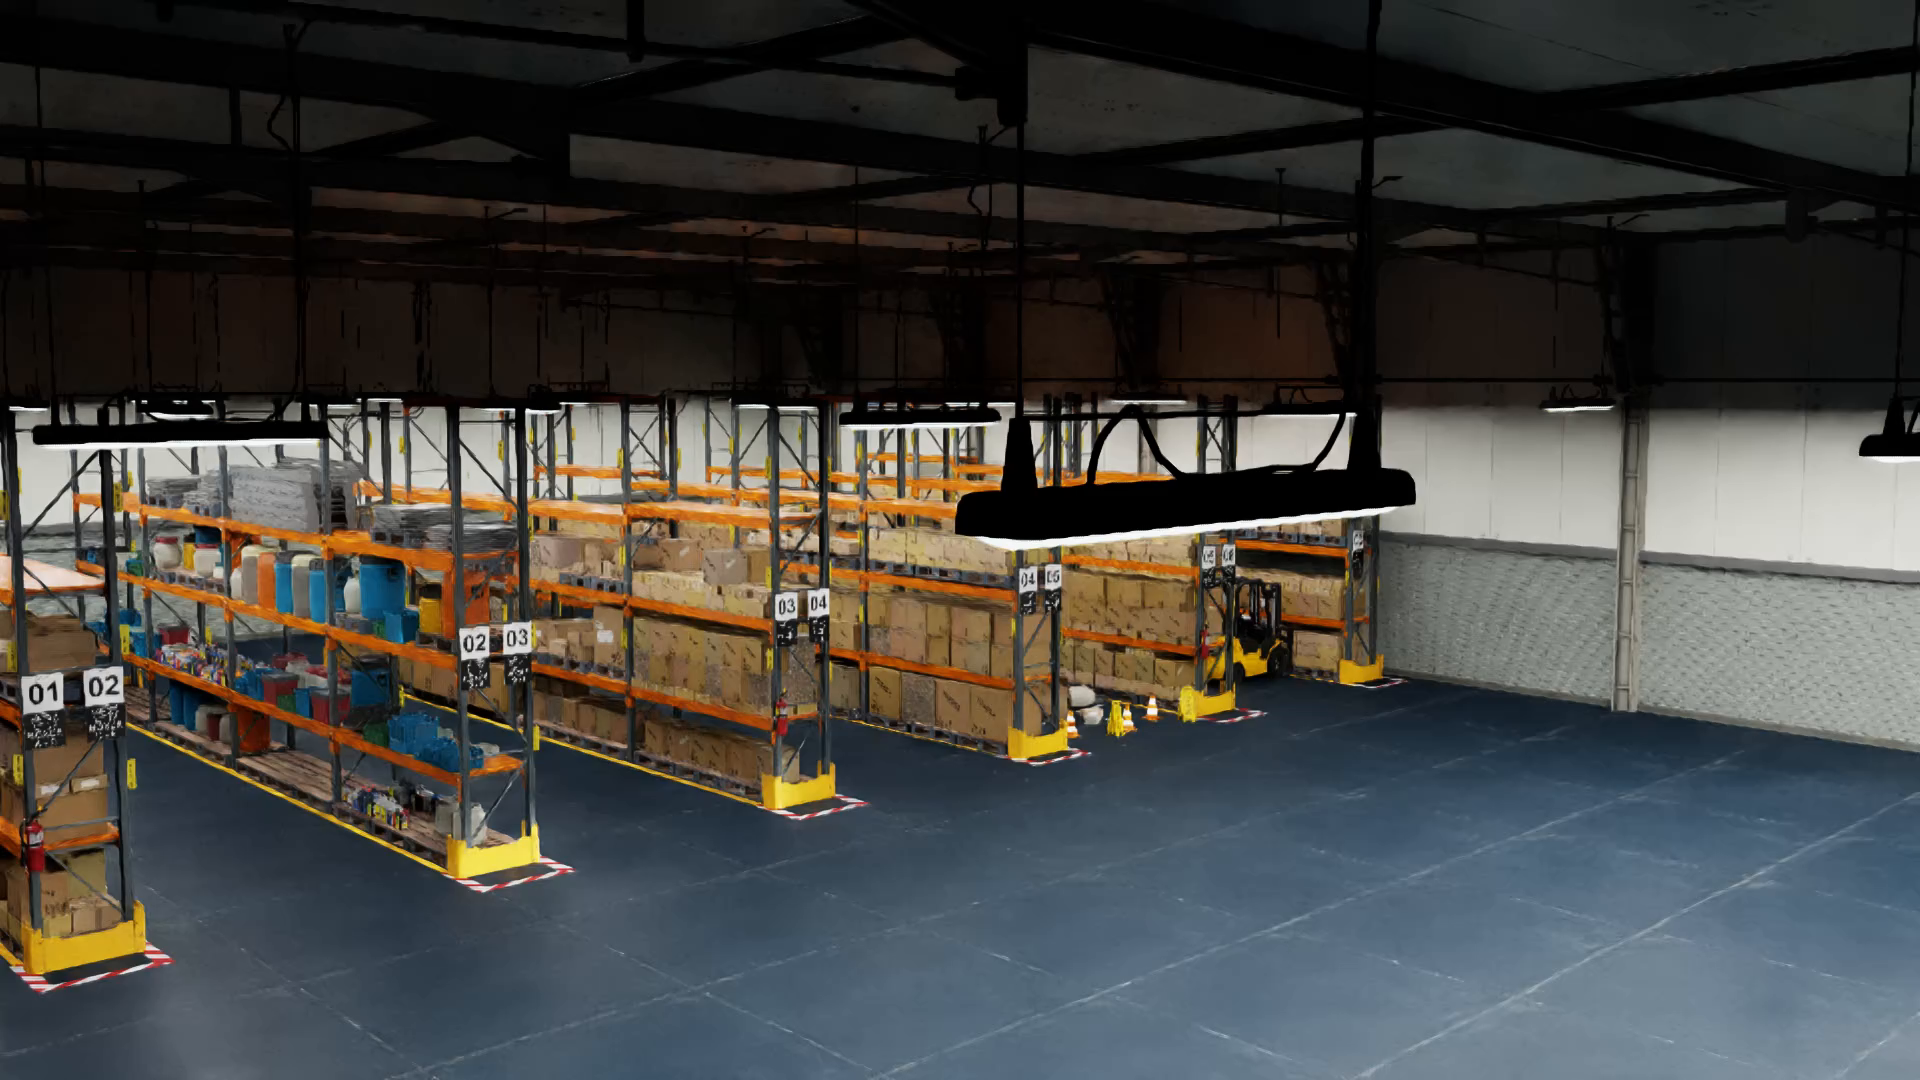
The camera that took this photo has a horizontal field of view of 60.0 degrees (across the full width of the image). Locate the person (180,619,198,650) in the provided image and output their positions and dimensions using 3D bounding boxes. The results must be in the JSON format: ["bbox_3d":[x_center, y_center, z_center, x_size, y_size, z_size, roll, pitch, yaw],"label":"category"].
[{"bbox_3d":[-15.221,2.345,32.715,0.979,1.622,0.482,4,7,38],"label":"person"}]
